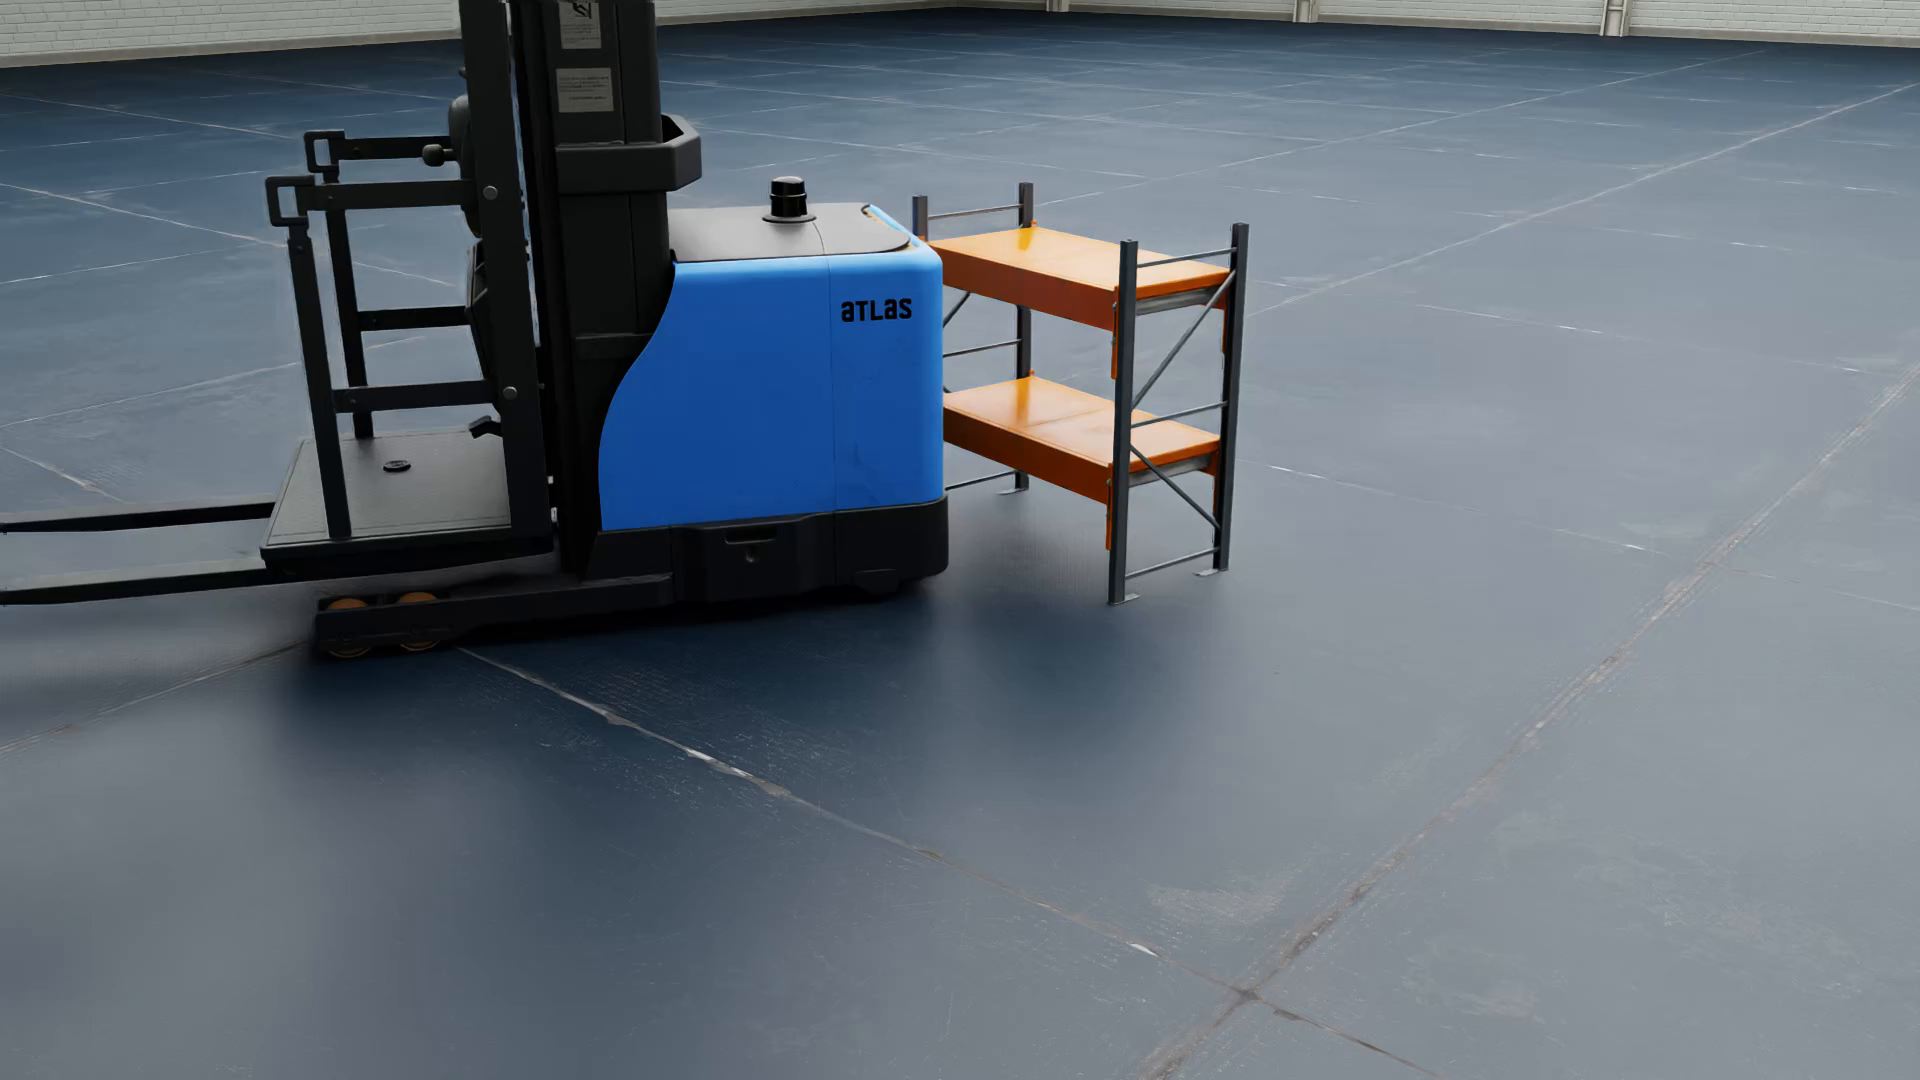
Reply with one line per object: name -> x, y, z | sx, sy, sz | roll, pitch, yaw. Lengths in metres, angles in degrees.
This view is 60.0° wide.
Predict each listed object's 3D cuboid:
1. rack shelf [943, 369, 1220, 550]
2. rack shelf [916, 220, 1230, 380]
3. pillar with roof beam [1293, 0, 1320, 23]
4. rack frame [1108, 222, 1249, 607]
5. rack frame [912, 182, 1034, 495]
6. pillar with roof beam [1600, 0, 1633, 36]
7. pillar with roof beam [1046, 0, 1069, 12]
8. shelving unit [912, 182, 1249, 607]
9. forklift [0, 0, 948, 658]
rack shelf -> 0.357, -0.293, 5.543 | 0.538, 0.278, 1.000 | -15, 25, -35
rack shelf -> 0.357, -0.795, 5.354 | 0.538, 0.278, 1.000 | -15, 25, -35
pillar with roof beam -> 4.050, -13.186, 27.881 | 0.400, 9.000, 9.100 | 16, 26, 36
rack frame -> 0.665, -0.379, 5.079 | 0.500, 1.125, 0.032 | -15, 25, -35
rack frame -> 0.048, -0.664, 5.835 | 0.500, 1.125, 0.032 | -15, 25, -35
pillar with roof beam -> 8.699, -11.847, 24.331 | 0.400, 9.000, 9.100 | 16, 26, 36
pillar with roof beam -> -0.598, -14.524, 31.430 | 0.400, 9.000, 9.100 | 16, 26, 36
shelving unit -> 0.357, -0.521, 5.457 | 0.538, 1.125, 1.048 | -15, 25, -35
forklift -> -1.613, -1.239, 4.800 | 3.031, 2.935, 1.130 | -5, 21, -14
